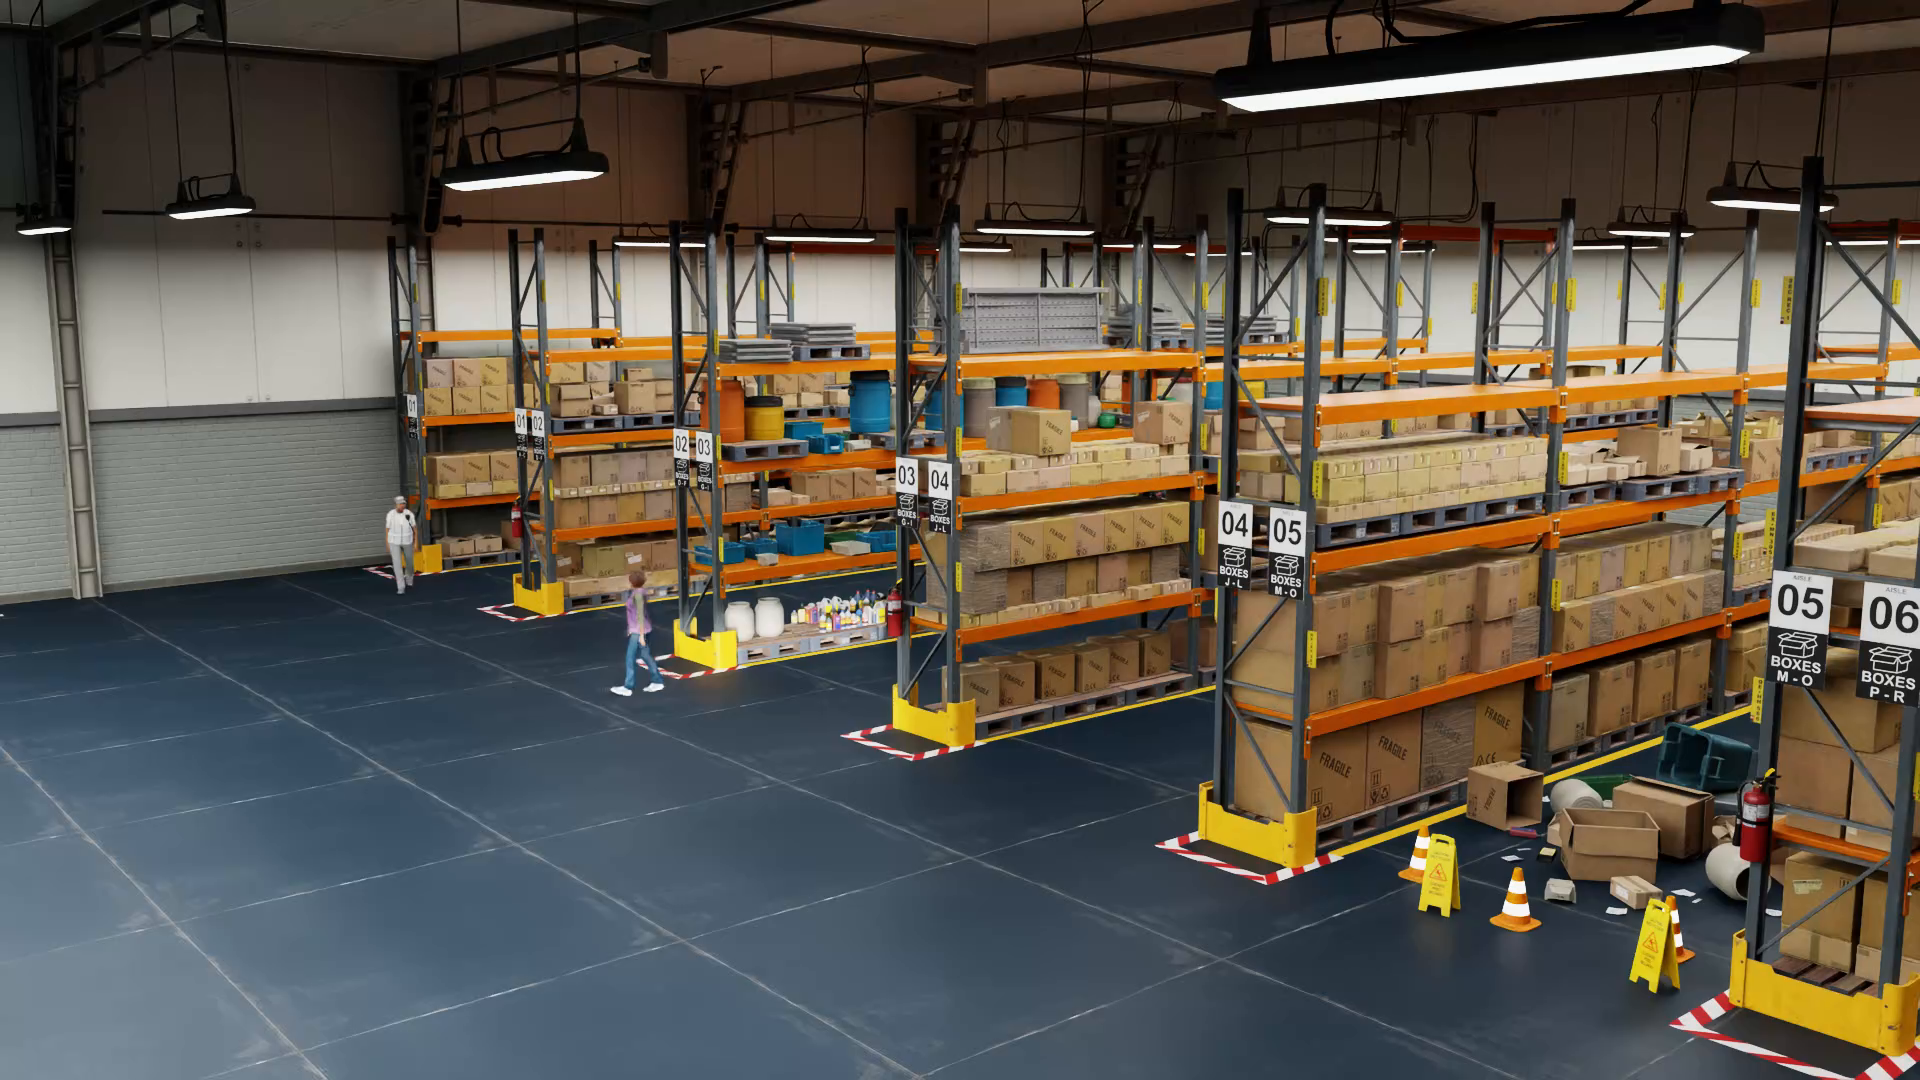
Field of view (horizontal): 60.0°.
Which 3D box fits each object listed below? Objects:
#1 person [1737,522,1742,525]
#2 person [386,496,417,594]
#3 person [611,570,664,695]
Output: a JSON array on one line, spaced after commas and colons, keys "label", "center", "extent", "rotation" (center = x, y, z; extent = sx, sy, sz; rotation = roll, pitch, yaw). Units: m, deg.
[{"label": "person", "center": [11.594, 0.521, 24.963], "extent": [1.057, 1.604, 0.513], "rotation": [-7, 11, -36]}, {"label": "person", "center": [-9.407, 0.052, 28.016], "extent": [0.503, 1.627, 0.846], "rotation": [-3, 9, -18]}, {"label": "person", "center": [-4.101, 1.176, 21.089], "extent": [0.643, 1.579, 0.481], "rotation": [-1, 9, -5]}]
